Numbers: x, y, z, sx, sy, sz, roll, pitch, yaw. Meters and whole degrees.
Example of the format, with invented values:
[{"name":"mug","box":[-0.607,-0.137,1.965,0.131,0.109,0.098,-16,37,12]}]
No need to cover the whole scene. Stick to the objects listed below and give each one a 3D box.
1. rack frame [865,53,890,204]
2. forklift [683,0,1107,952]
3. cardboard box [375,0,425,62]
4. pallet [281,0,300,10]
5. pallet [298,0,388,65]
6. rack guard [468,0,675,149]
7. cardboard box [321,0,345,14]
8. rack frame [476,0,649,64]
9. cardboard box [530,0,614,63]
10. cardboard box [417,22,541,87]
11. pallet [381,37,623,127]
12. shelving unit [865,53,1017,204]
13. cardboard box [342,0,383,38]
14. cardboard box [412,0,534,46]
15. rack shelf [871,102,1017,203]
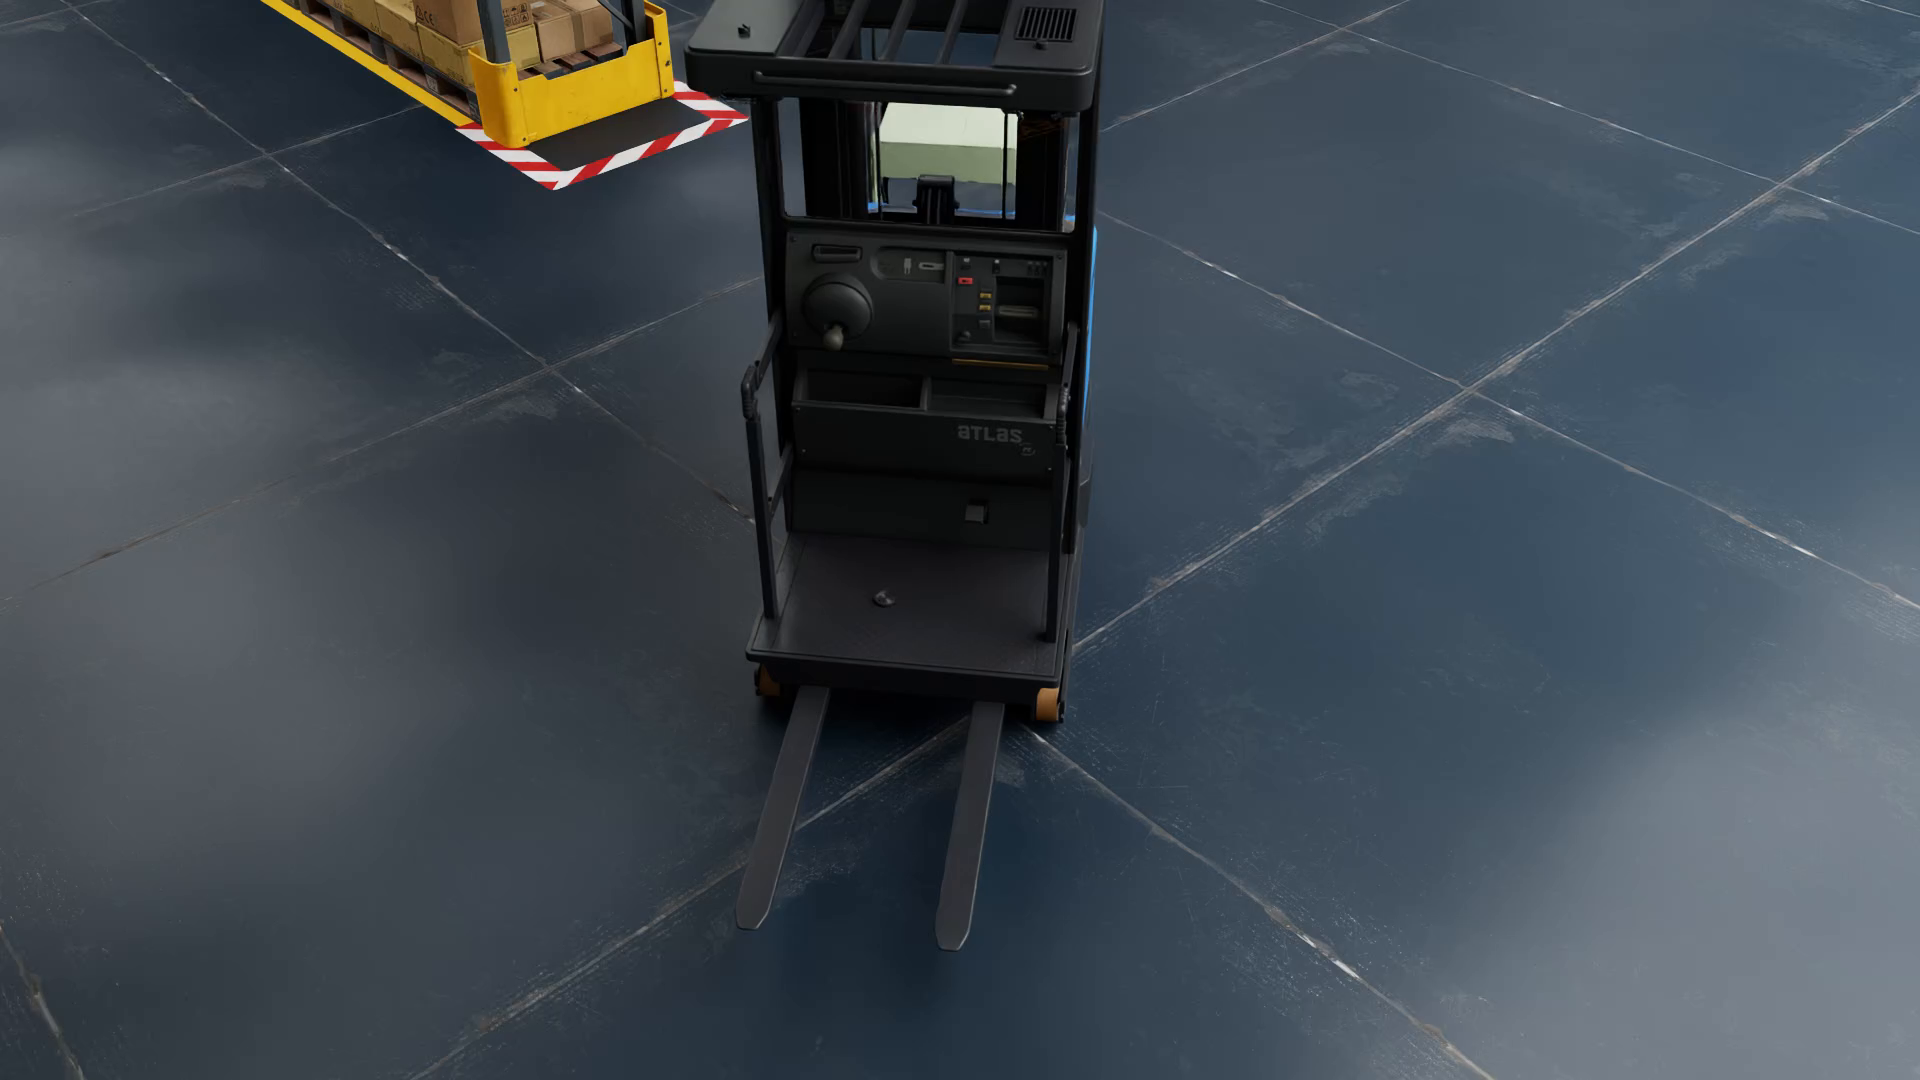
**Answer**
[{"name":"rack frame","box":[-0.340,-1.299,7.163,0.023,1.500,0.400,4,39,5]},{"name":"forklift","box":[-0.141,-0.726,5.316,1.130,2.935,3.031,5,39,6]},{"name":"cardboard box","box":[-3.199,-3.173,10.146,0.500,0.250,0.500,-30,48,-32]},{"name":"pallet","box":[-4.470,-4.111,11.672,1.003,0.211,1.213,-30,48,-32]},{"name":"pallet","box":[-3.641,-3.546,10.973,1.003,0.211,1.213,-30,48,-32]},{"name":"rack guard","box":[-2.255,-2.747,9.754,1.175,0.500,0.348,-30,48,-32]},{"name":"cardboard box","box":[-3.875,-3.636,10.719,0.500,0.250,0.500,-30,48,-32]},{"name":"rack frame","box":[-2.272,-3.731,8.982,1.000,3.000,0.127,-30,48,-32]},{"name":"cardboard box","box":[-2.470,-3.167,10.138,0.500,0.250,0.500,-30,48,-32]},{"name":"cardboard box","box":[-2.852,-2.947,9.866,0.500,0.250,0.500,-30,48,-32]},{"name":"pallet","box":[-2.820,-2.982,10.274,1.003,0.211,1.213,-30,48,-32]},{"name":"shelving unit","box":[0.024,-1.272,7.130,0.755,1.500,0.431,4,39,5]},{"name":"cardboard box","box":[-3.538,-3.404,10.432,0.500,0.250,0.500,-30,48,-32]},{"name":"cardboard box","box":[-2.854,-3.238,9.629,0.500,0.500,0.500,-30,48,-32]},{"name":"rack shelf","box":[0.024,-1.577,6.886,0.720,0.370,0.431,4,39,5]}]
